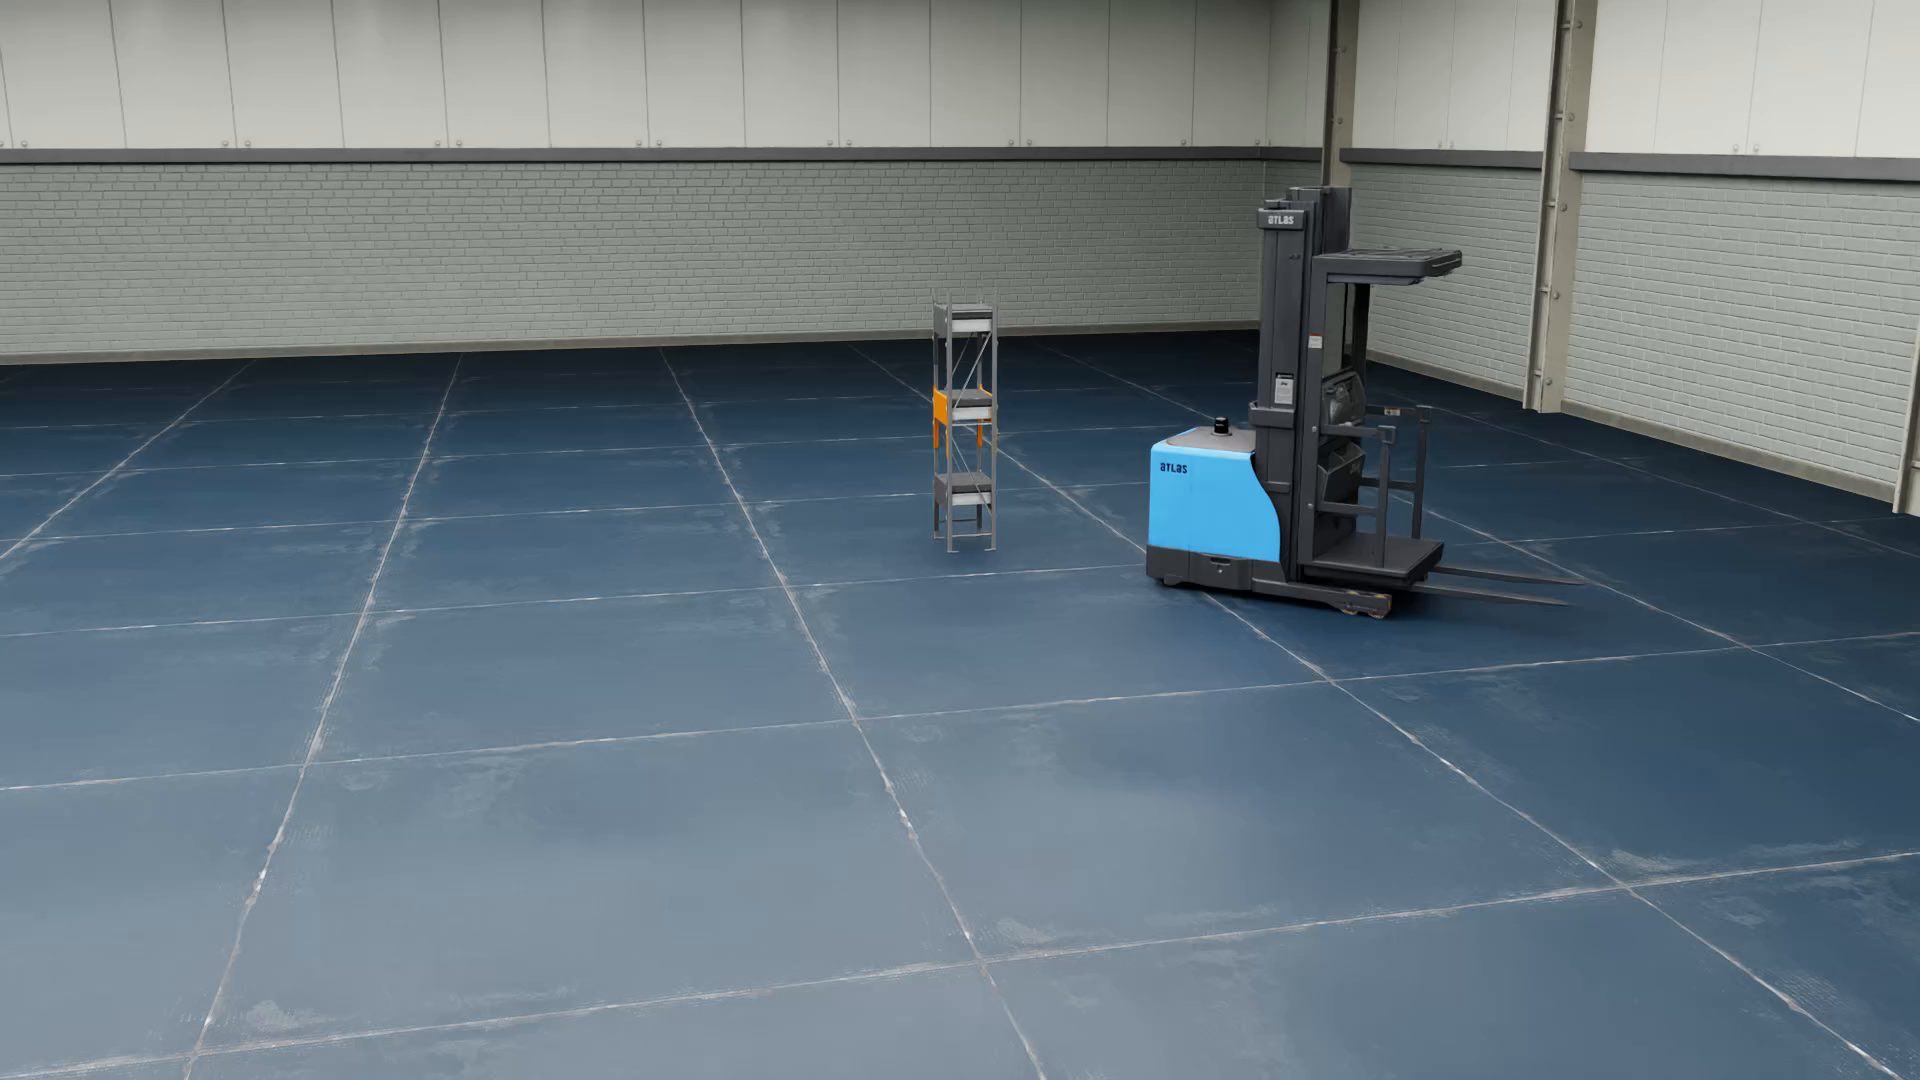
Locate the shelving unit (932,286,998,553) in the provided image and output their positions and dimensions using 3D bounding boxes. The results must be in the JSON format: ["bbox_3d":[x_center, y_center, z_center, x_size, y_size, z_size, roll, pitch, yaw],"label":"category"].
[{"bbox_3d":[0.039,-0.982,13.522,0.431,2.100,0.503,-3,14,-13],"label":"shelving unit"}]

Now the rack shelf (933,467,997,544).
[{"bbox_3d":[0.039,-0.289,13.691,0.431,0.518,0.480,-3,14,-13],"label":"rack shelf"}]

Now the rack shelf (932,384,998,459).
[{"bbox_3d":[0.039,-0.969,13.525,0.431,0.518,0.480,-3,14,-13],"label":"rack shelf"}]

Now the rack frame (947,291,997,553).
[{"bbox_3d":[0.096,-0.926,13.291,0.400,2.100,0.015,-3,14,-13],"label":"rack frame"}]

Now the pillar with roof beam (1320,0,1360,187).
[{"bbox_3d":[1.578,-7.116,24.094,9.100,9.000,0.400,-3,14,-13],"label":"pillar with roof beam"}]

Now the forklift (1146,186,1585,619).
[{"bbox_3d":[2.941,-1.016,11.911,3.031,2.935,1.130,8,16,29],"label":"forklift"}]

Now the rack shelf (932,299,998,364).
[{"bbox_3d":[0.039,-1.649,13.359,0.431,0.518,0.480,-3,14,-13],"label":"rack shelf"}]

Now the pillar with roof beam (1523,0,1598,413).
[{"bbox_3d":[2.987,-5.732,18.429,9.100,9.000,0.400,-3,14,-13],"label":"pillar with roof beam"}]

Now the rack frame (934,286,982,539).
[{"bbox_3d":[-0.018,-1.038,13.752,0.400,2.100,0.015,-3,14,-13],"label":"rack frame"}]

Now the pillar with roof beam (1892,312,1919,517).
[{"bbox_3d":[4.396,-4.348,12.763,9.100,9.000,0.400,-3,14,-13],"label":"pillar with roof beam"}]
